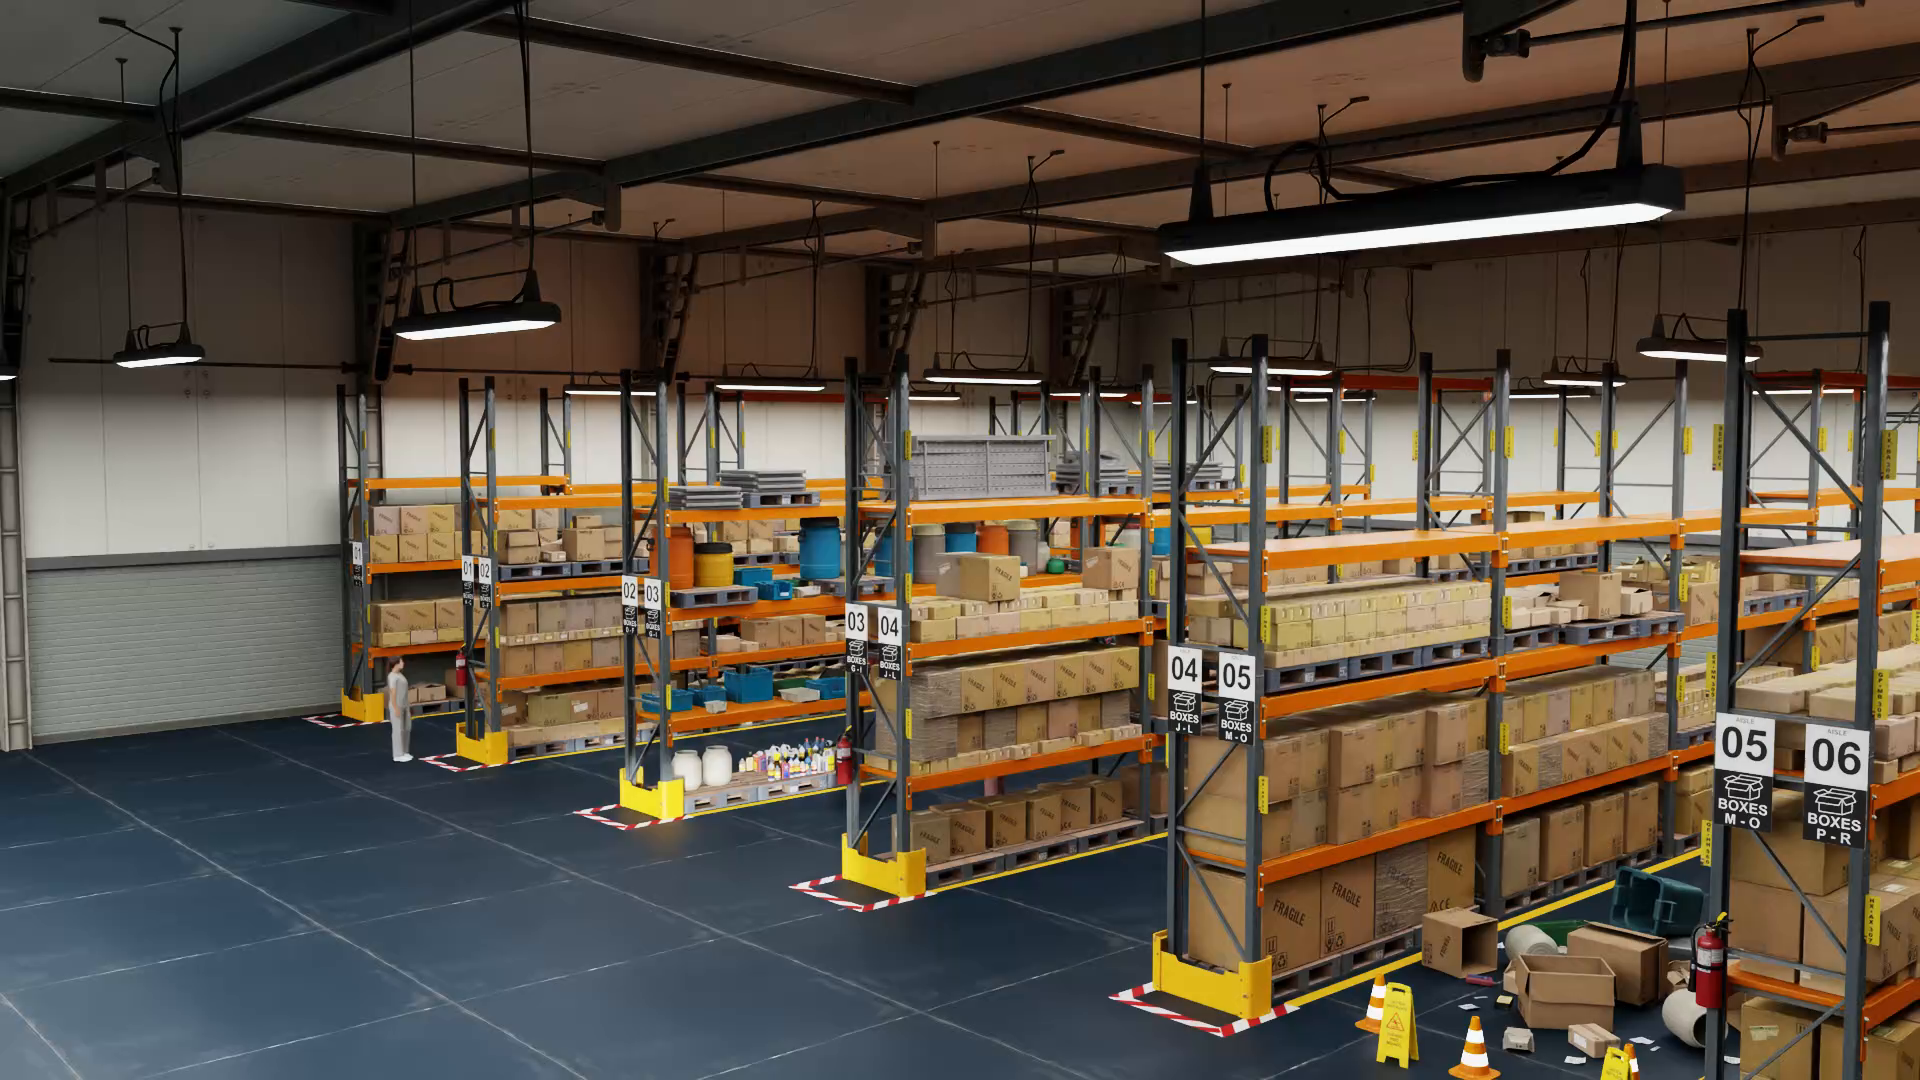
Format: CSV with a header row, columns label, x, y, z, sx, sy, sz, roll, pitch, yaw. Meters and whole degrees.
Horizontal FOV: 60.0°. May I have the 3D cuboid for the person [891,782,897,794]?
label,x,y,z,sx,sy,sz,roll,pitch,yaw
person,-0.777,2.790,23.540,0.433,1.676,0.438,-1,4,-10

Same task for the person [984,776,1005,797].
label,x,y,z,sx,sy,sz,roll,pitch,yaw
person,0.433,2.864,22.205,0.438,1.676,0.499,2,4,31

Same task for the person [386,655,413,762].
label,x,y,z,sx,sy,sz,roll,pitch,yaw
person,-8.761,2.640,26.070,0.411,1.708,0.541,1,4,9
